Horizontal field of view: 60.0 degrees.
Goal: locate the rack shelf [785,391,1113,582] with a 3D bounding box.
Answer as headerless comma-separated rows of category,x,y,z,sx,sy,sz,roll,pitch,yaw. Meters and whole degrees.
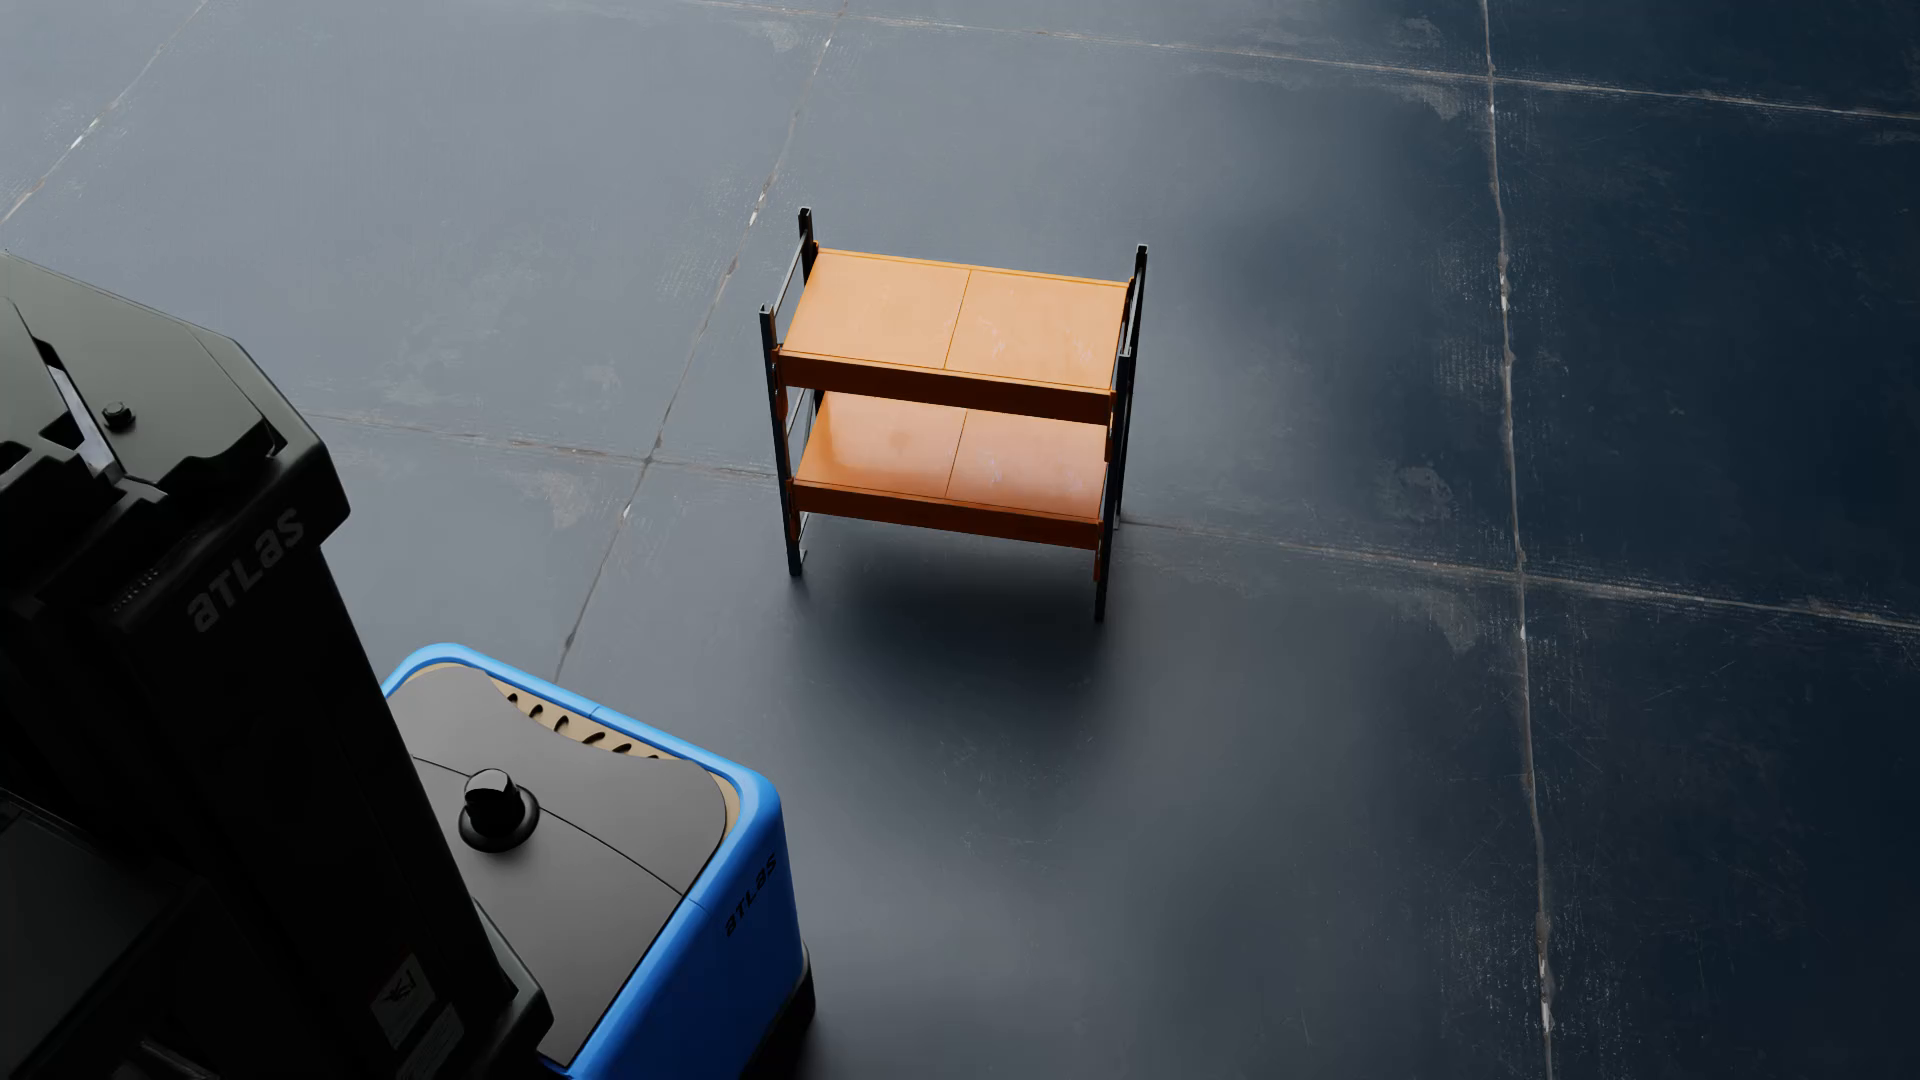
rack shelf,-0.007,-0.213,5.378,1.000,0.278,0.538,8,49,7

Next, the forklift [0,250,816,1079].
forklift,-1.488,1.104,2.651,1.130,2.935,3.031,20,51,17

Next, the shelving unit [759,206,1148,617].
shelving unit,-0.007,-0.377,5.196,1.048,1.125,0.538,8,49,7

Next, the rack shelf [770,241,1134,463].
rack shelf,-0.007,-0.572,4.978,1.000,0.278,0.538,8,49,7

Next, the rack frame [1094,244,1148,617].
rack frame,0.494,-0.310,5.135,0.032,1.125,0.500,8,49,7

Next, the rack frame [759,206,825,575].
rack frame,-0.507,-0.444,5.256,0.032,1.125,0.500,8,49,7
